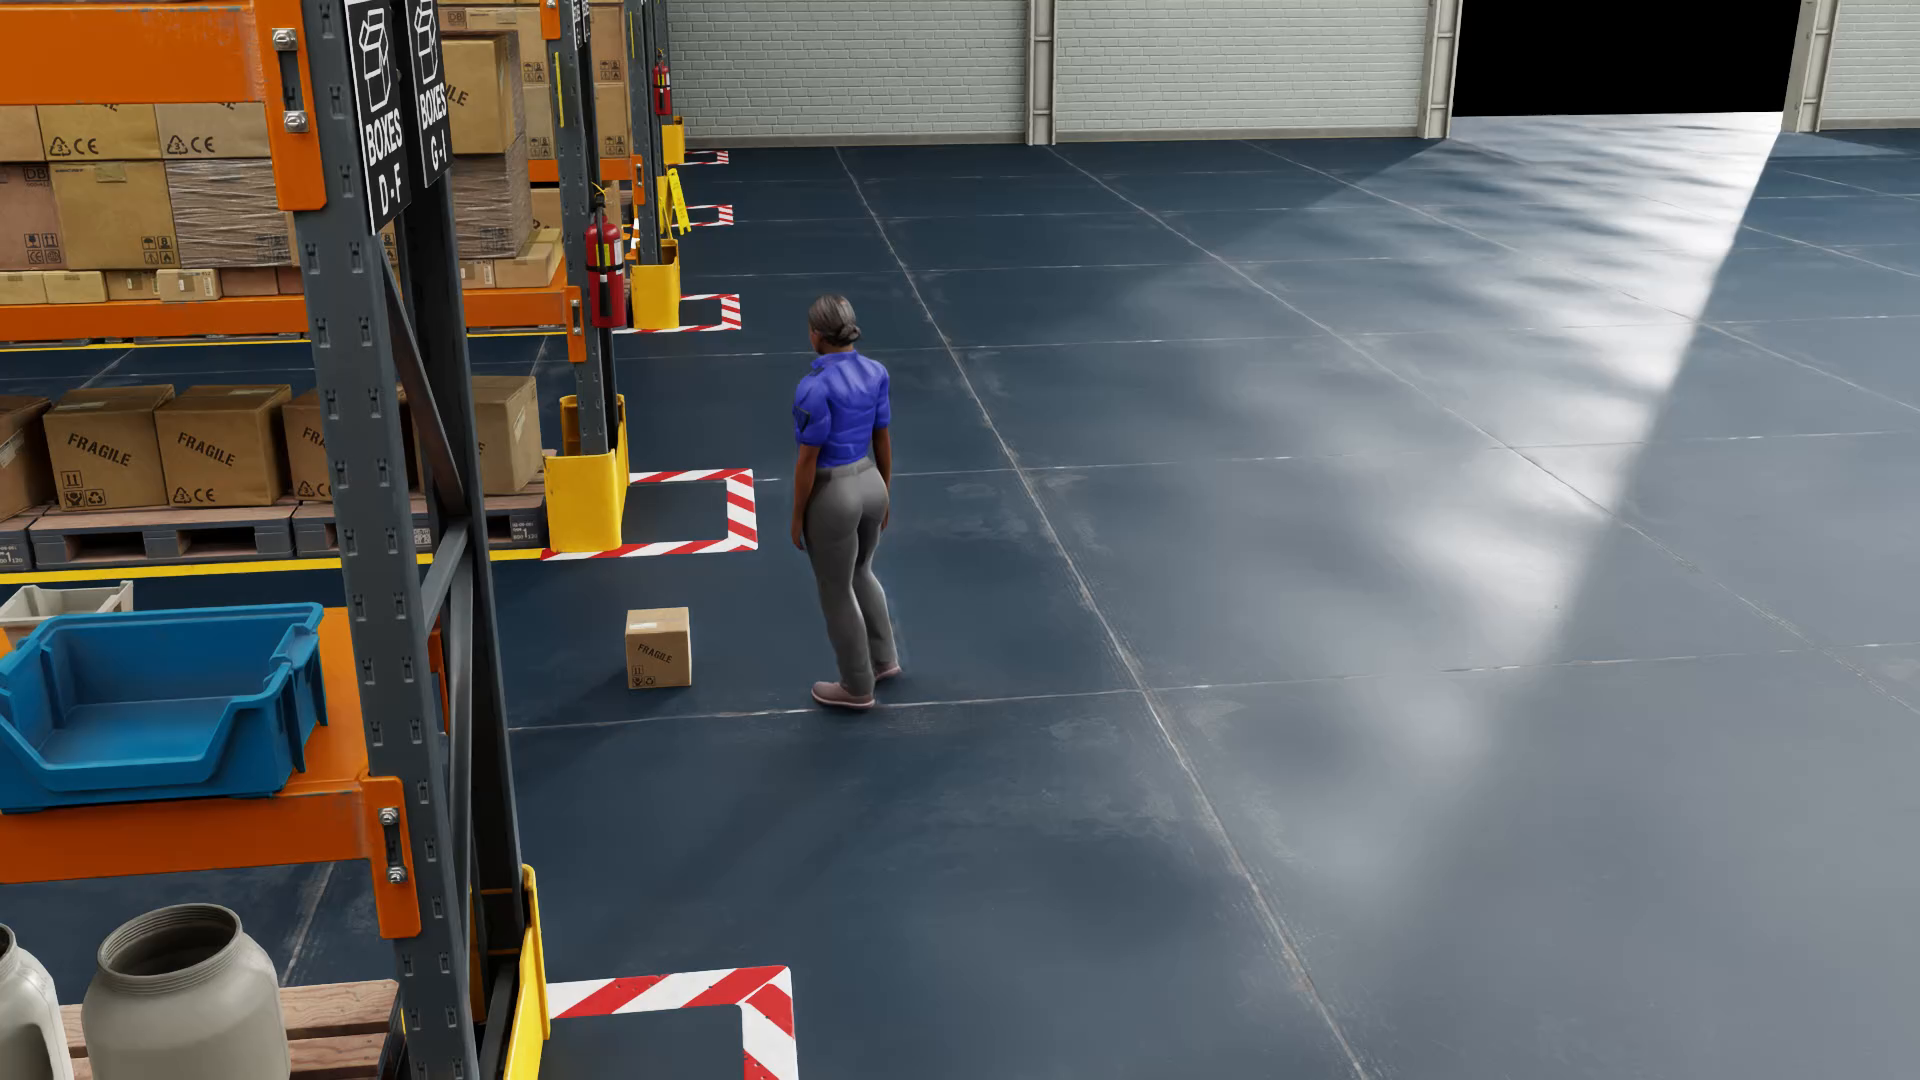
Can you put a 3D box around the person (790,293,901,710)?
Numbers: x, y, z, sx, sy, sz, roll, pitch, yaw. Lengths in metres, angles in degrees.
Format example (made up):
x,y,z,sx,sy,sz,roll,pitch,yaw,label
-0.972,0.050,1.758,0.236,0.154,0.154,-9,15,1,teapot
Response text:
x,y,z,sx,sy,sz,roll,pitch,yaw,label
-0.439,-0.128,6.469,0.344,1.699,0.555,16,26,37,person
